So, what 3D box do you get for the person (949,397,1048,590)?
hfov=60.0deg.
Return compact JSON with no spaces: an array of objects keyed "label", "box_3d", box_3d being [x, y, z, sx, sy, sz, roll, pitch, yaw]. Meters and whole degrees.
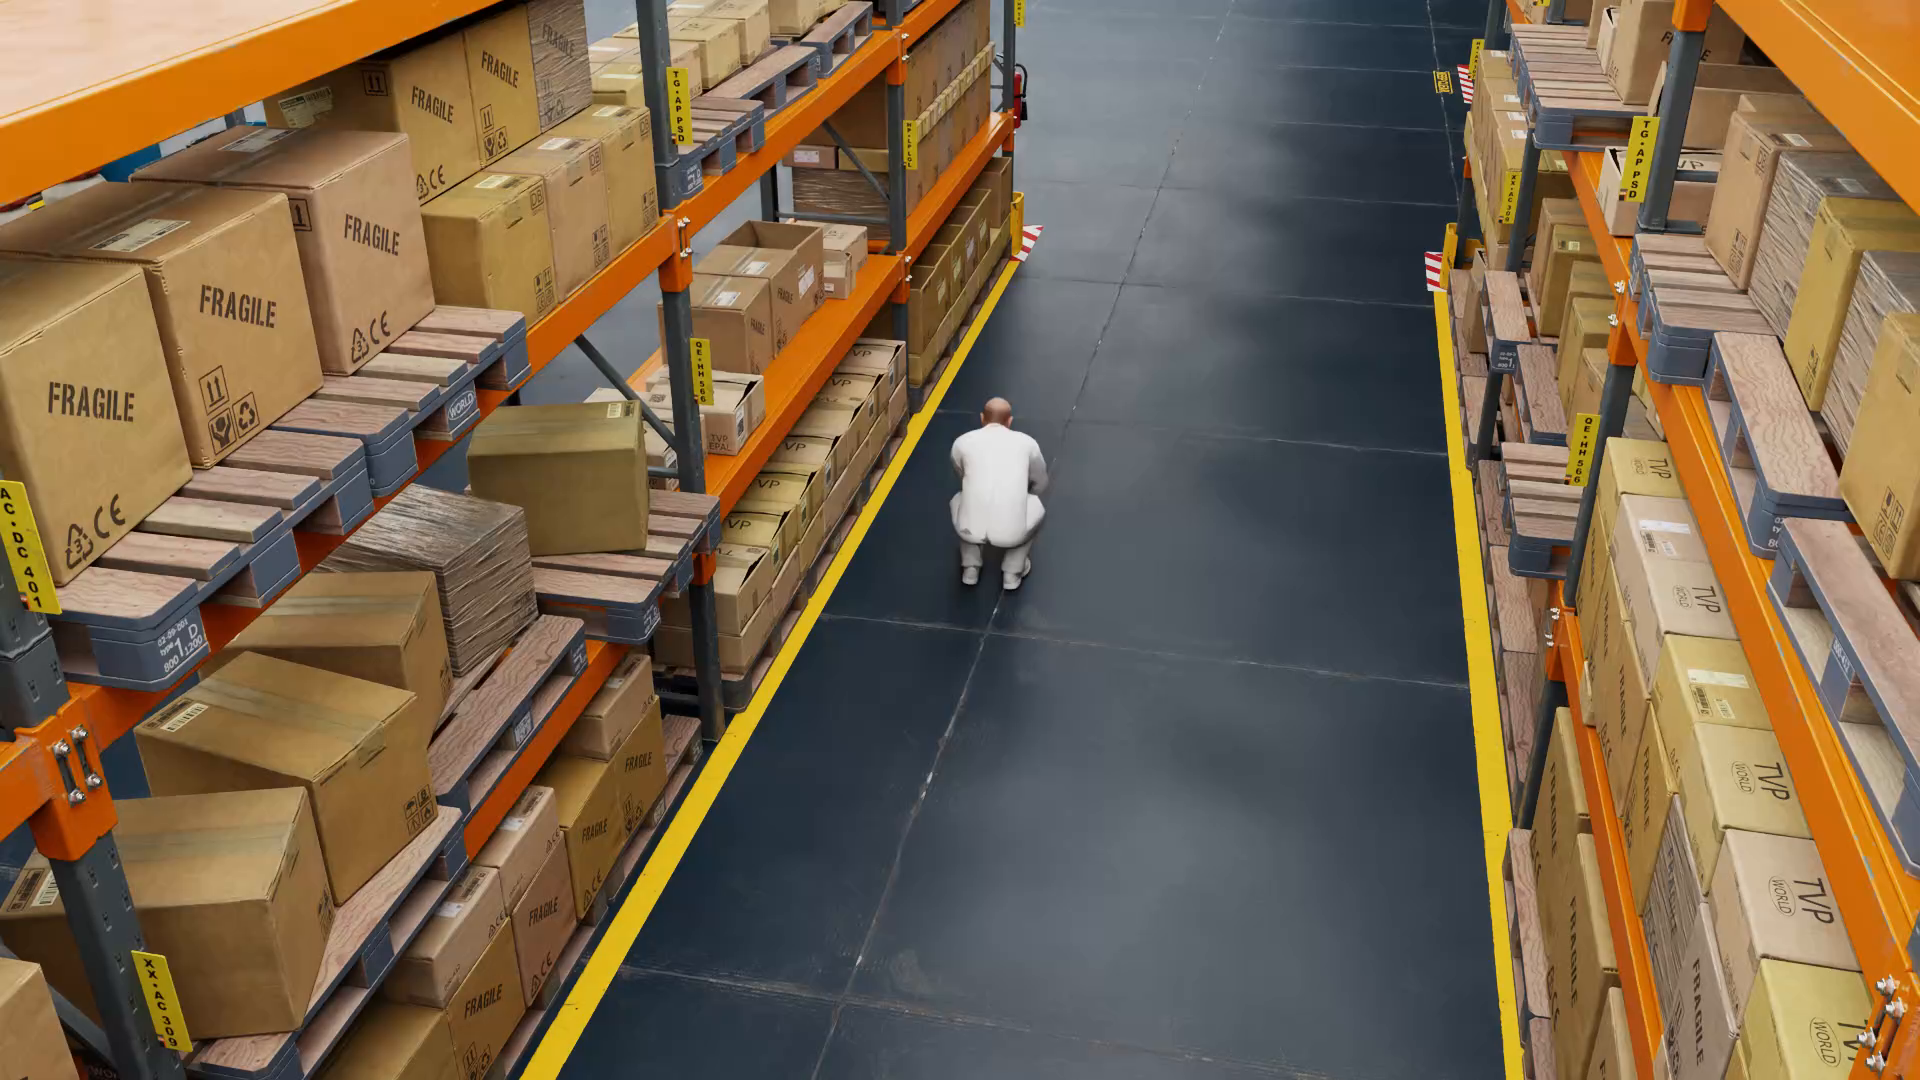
[{"label":"person","box_3d":[0.235,-0.297,10.015,0.589,0.995,0.906,6,29,11]}]
